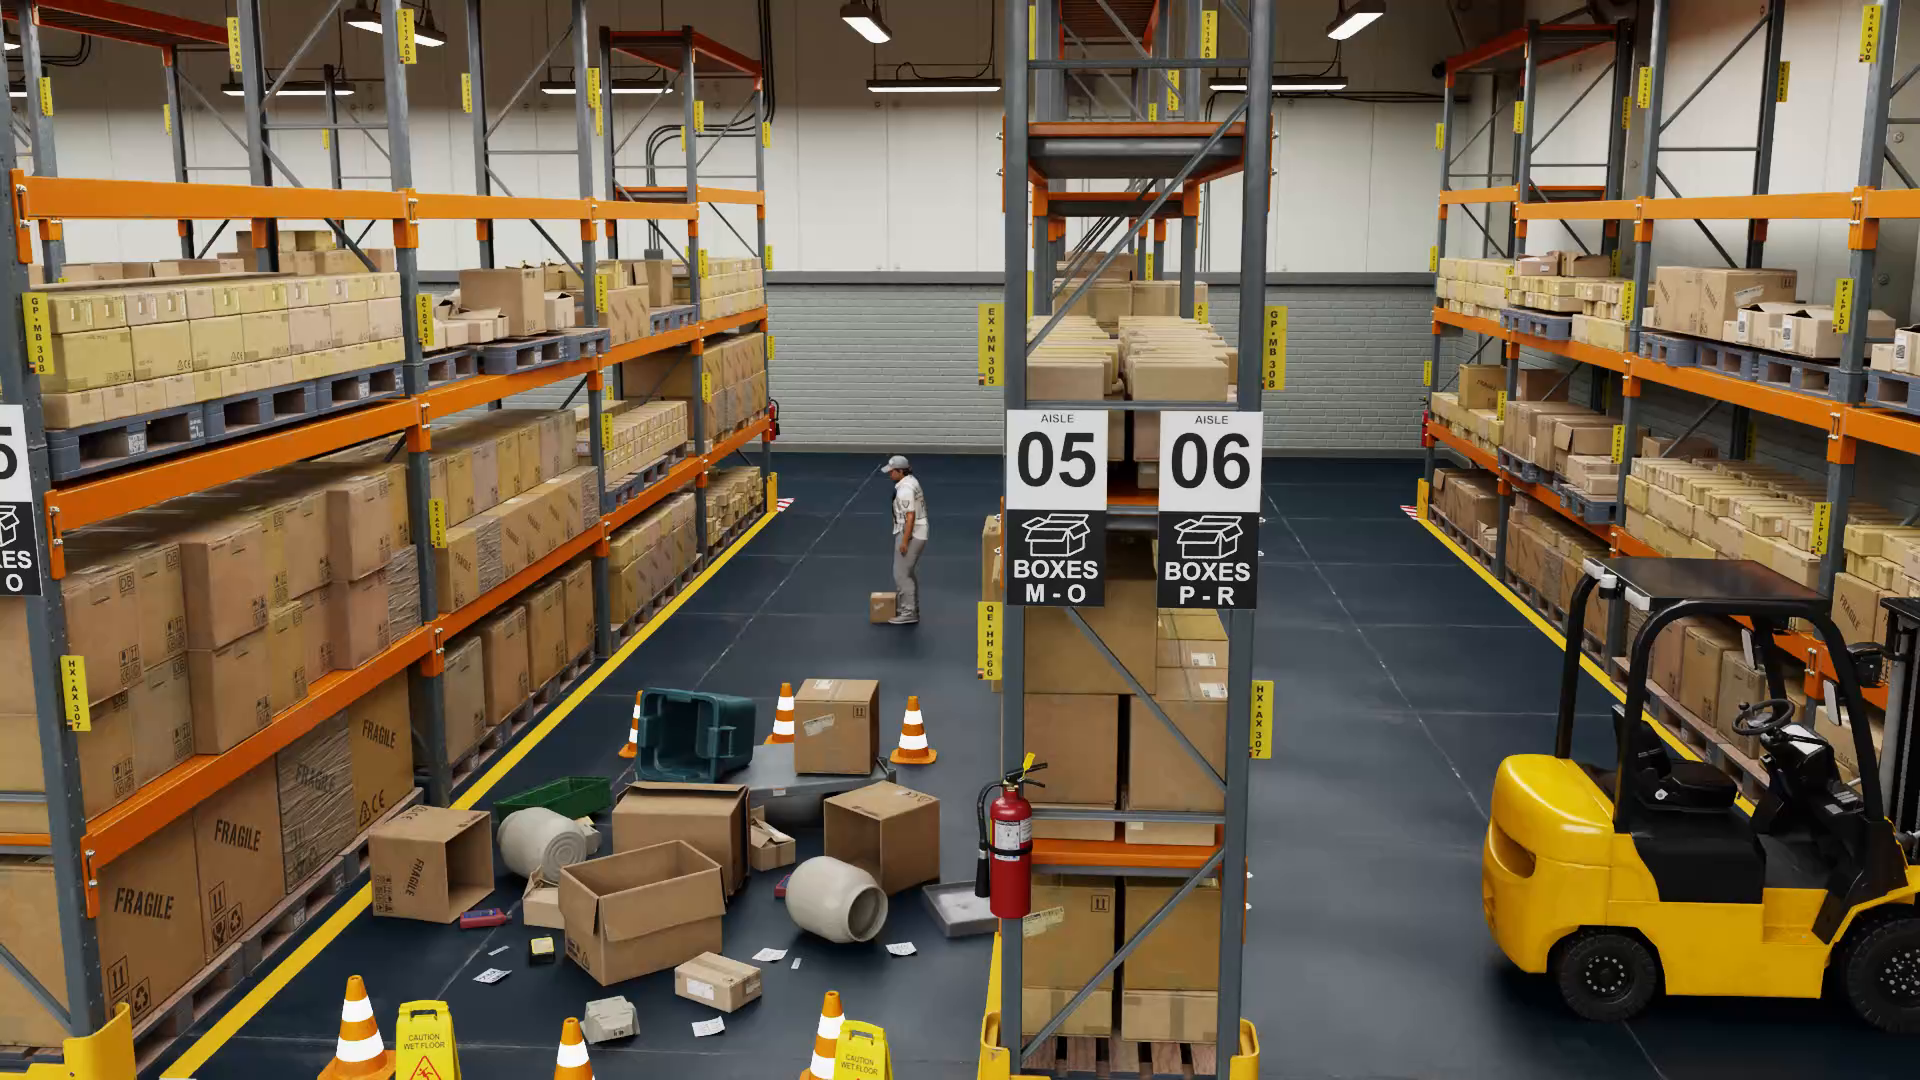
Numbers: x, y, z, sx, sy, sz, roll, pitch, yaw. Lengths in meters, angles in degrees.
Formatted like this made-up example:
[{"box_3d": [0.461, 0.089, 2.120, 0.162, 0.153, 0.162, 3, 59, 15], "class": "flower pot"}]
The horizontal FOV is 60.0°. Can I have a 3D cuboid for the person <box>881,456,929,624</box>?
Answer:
[{"box_3d": [-0.545, -0.017, 16.506, 0.470, 1.664, 0.549, 0, 11, 1], "class": "person"}]
